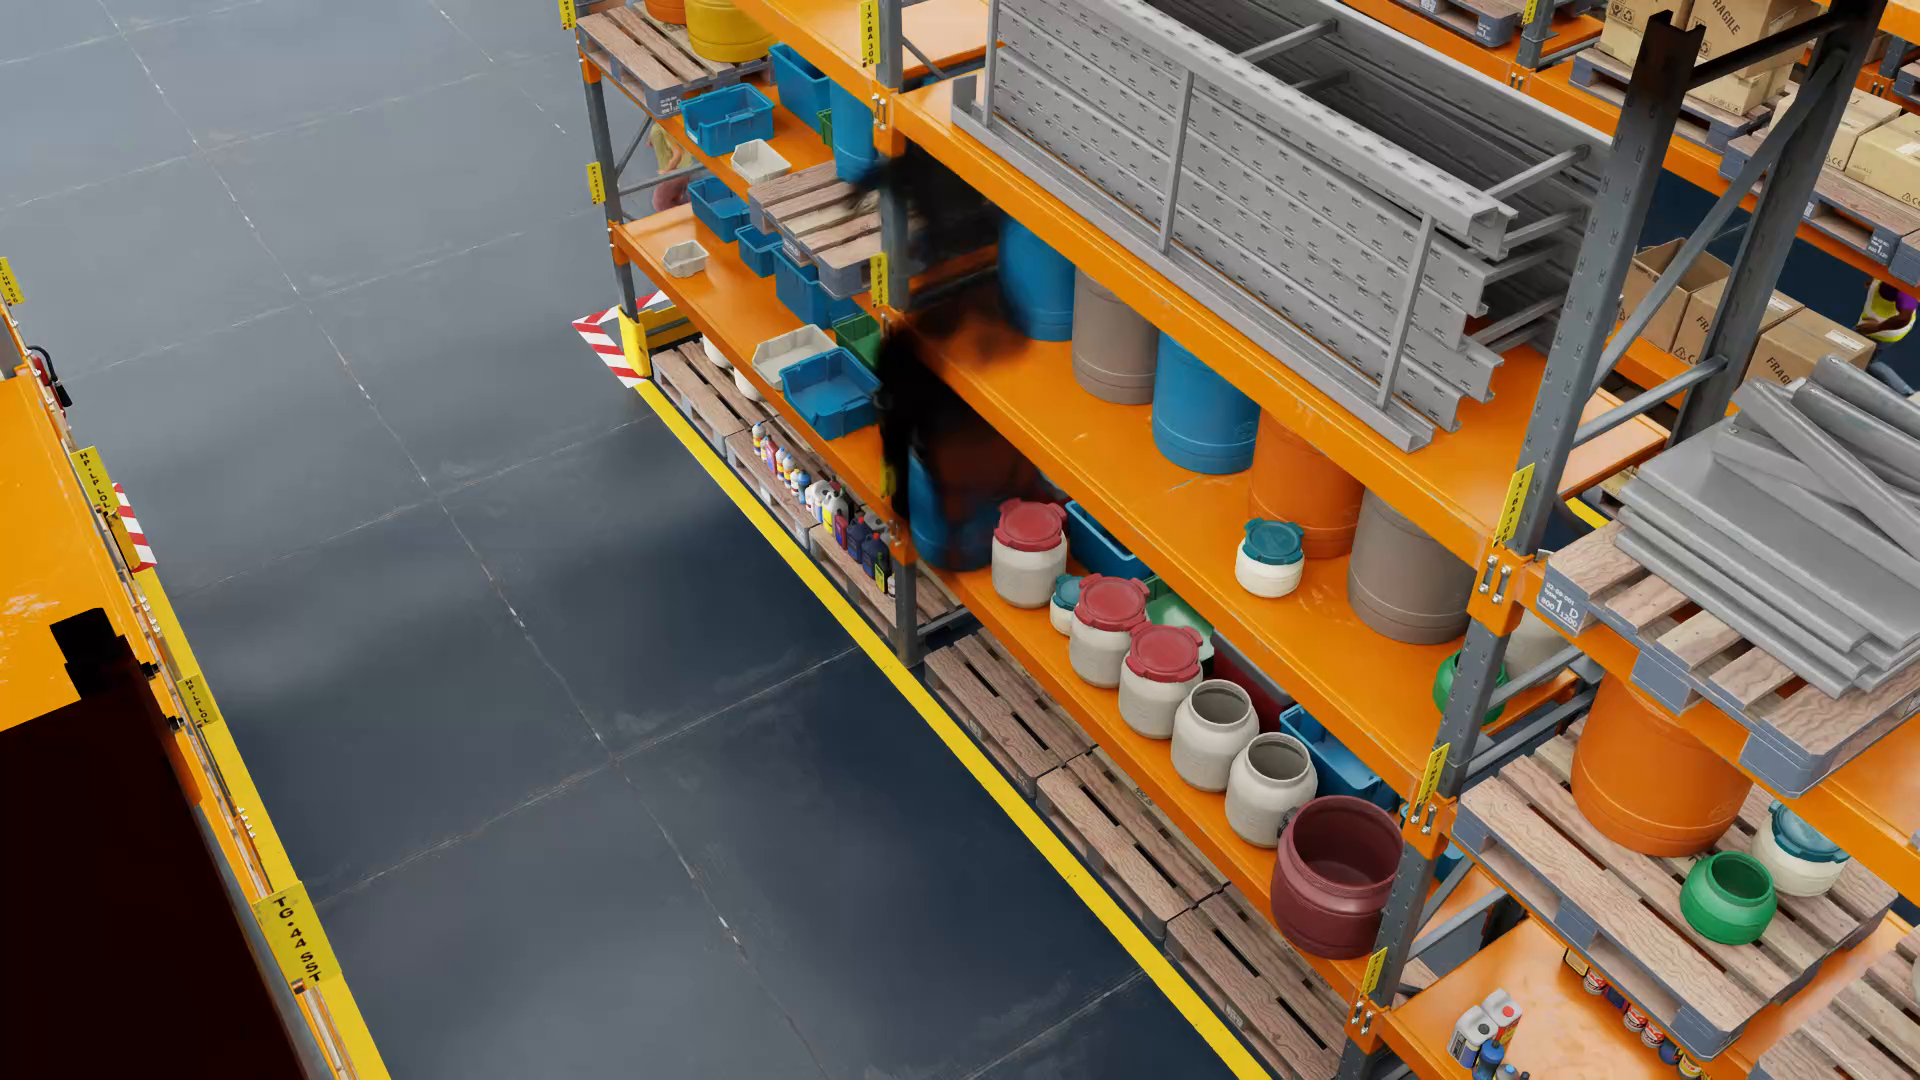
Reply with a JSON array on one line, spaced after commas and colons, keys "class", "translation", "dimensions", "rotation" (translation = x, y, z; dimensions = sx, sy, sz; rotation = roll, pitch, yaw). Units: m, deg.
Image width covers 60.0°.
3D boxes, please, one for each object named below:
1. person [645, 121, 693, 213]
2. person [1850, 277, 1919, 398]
[{"class": "person", "translation": [-2.337, -3.098, 13.920], "dimensions": [0.762, 1.635, 0.615], "rotation": [4, 43, 4]}, {"class": "person", "translation": [6.798, -1.527, 12.166], "dimensions": [0.708, 1.765, 0.824], "rotation": [-31, 51, -29]}]
